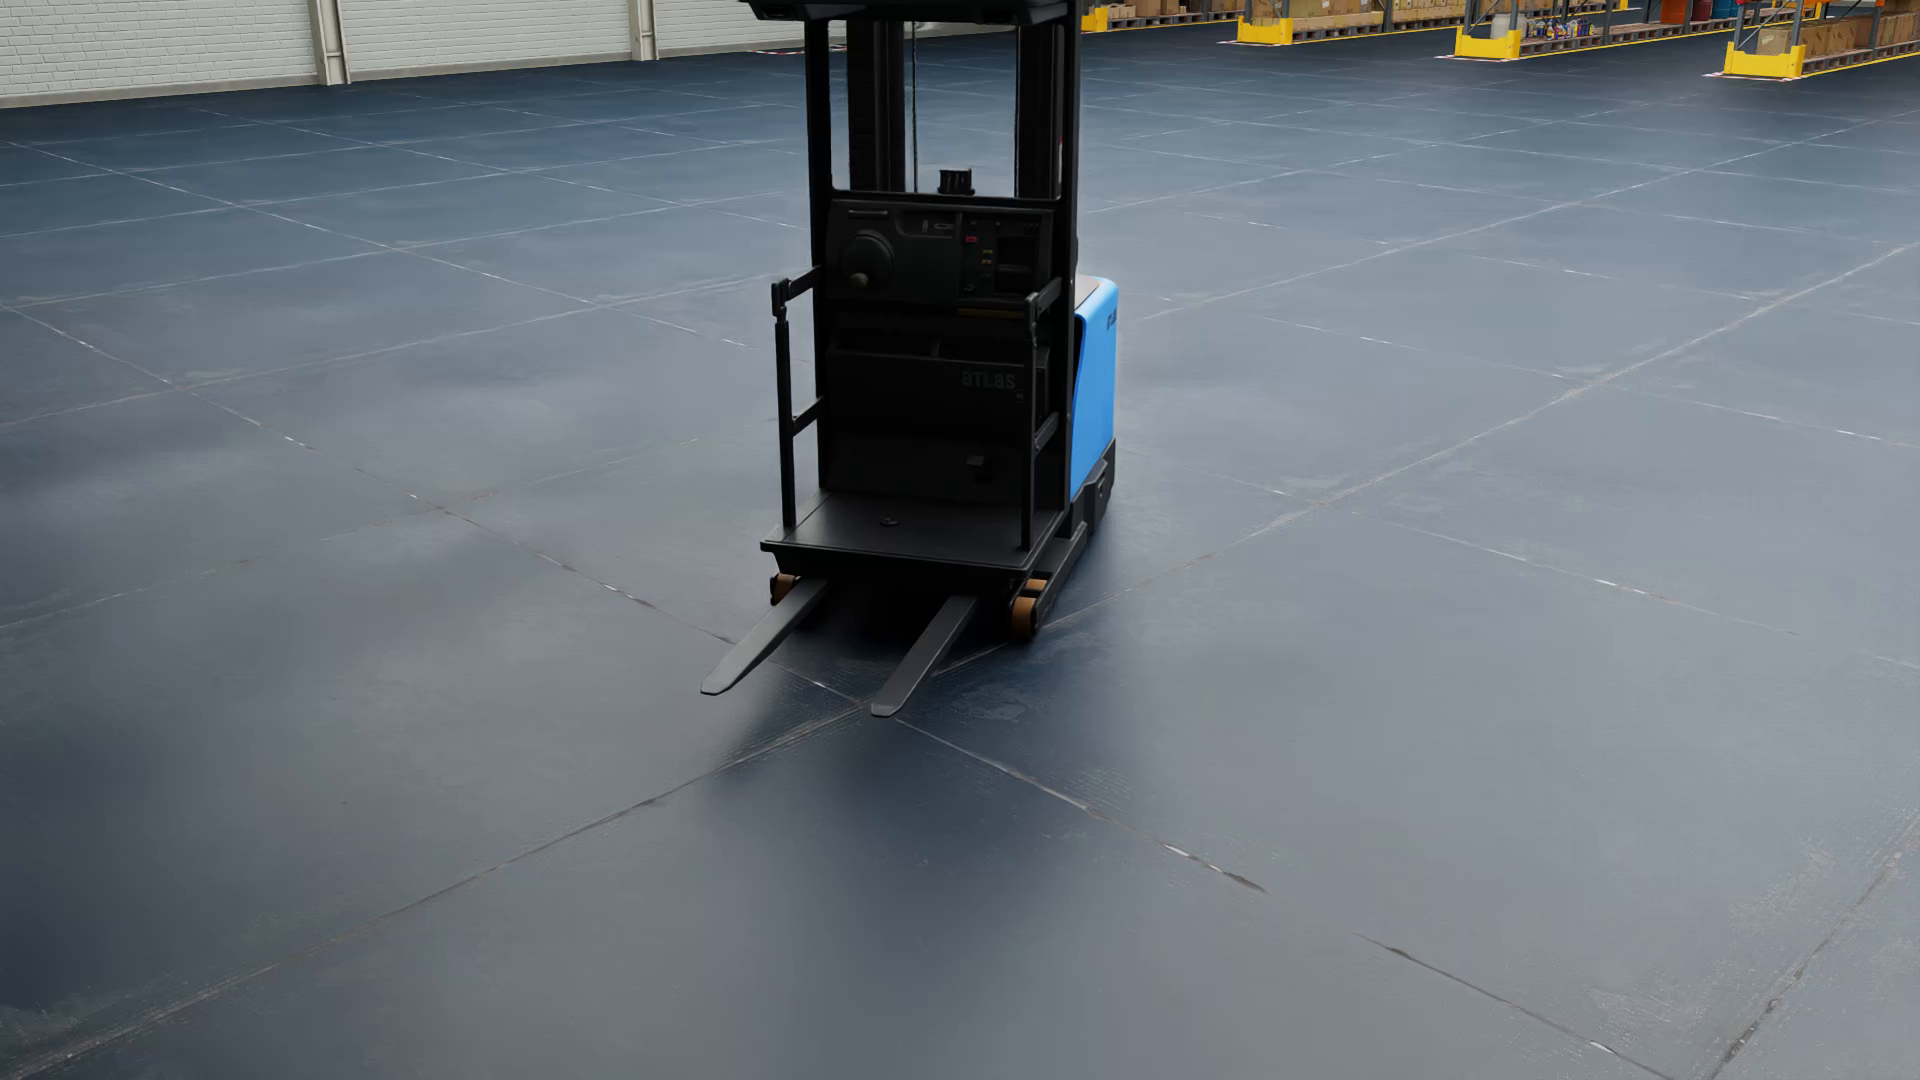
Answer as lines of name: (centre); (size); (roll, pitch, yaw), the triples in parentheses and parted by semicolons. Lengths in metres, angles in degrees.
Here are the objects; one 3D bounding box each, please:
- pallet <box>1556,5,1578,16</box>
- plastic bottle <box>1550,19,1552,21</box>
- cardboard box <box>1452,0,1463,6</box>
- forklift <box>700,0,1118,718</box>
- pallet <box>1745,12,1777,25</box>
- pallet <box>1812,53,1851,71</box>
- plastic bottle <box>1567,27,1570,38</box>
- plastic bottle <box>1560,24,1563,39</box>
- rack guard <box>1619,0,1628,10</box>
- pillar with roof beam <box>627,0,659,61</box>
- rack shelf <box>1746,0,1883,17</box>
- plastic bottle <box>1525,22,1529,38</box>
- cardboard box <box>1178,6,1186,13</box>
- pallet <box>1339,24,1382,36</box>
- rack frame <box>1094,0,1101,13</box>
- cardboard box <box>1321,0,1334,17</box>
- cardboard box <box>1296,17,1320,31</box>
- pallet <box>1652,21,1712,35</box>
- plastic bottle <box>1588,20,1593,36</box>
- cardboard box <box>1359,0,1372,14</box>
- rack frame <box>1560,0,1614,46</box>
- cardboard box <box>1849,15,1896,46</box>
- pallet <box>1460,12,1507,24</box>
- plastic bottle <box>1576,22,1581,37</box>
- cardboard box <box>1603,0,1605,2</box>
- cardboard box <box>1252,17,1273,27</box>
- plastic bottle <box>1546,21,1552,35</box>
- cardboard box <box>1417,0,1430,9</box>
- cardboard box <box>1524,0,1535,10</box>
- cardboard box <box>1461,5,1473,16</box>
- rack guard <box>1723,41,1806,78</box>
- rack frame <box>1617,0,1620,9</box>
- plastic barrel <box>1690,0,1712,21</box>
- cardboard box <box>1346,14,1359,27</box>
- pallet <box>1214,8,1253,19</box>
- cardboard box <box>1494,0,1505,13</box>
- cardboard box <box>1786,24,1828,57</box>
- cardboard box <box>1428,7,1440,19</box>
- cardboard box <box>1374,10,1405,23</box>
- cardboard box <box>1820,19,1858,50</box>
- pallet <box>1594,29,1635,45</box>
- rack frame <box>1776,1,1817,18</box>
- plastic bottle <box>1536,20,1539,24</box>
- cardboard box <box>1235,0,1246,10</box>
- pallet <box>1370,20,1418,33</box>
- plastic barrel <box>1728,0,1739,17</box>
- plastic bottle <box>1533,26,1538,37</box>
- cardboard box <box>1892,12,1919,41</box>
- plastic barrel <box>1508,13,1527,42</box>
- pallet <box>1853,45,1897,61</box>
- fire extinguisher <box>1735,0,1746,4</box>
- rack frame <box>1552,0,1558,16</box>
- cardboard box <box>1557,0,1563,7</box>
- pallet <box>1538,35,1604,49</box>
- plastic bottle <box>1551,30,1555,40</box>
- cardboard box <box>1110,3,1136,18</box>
pallet: (15.133, -13.618, 42.711); (1.003, 0.211, 1.213); (19, 28, 41)
plastic bottle: (11.876, -10.318, 33.421); (0.135, 0.276, 0.152); (-19, 28, -40)
cardboard box: (11.316, -12.558, 38.531); (0.500, 0.311, 0.500); (19, 28, 40)
forklift: (-0.143, -1.136, 6.444); (1.130, 2.935, 3.031); (6, 22, 15)
pallet: (18.685, -12.400, 39.541); (1.003, 0.211, 1.213); (19, 28, 41)
pallet: (14.873, -8.408, 29.156); (1.003, 0.211, 1.213); (19, 28, 41)
plastic bottle: (11.838, -9.897, 32.431); (0.097, 0.201, 0.097); (0, 21, 0)
plastic bottle: (11.625, -9.852, 32.214); (0.097, 0.271, 0.097); (0, 21, 0)
rack guard: (17.391, -14.585, 44.824); (1.175, 0.500, 0.348); (19, 28, 41)
pillar with roof beam: (-2.688, -11.932, 26.076); (9.100, 9.000, 0.400); (19, 28, 41)
rack shelf: (14.772, -9.357, 28.740); (1.077, 0.370, 4.000); (19, 28, 41)
plastic bottle: (11.068, -9.969, 32.502); (0.061, 0.283, 0.133); (19, 28, 41)
cardboard box: (5.169, -12.663, 39.676); (0.380, 0.166, 0.250); (15, 26, 34)
pallet: (8.488, -11.191, 36.397); (1.003, 0.211, 1.213); (19, 28, 41)
rack frame: (2.730, -12.897, 36.949); (1.000, 3.000, 0.127); (19, 28, 41)
cardboard box: (7.502, -11.264, 34.902); (0.500, 0.500, 0.500); (19, 28, 41)
cardboard box: (7.162, -10.783, 34.695); (0.500, 0.250, 0.500); (19, 28, 41)
pallet: (15.929, -11.386, 36.903); (1.003, 0.211, 1.213); (19, 28, 41)
plastic bottle: (12.519, -10.177, 33.045); (0.133, 0.283, 0.061); (-18, 28, -39)
cardboard box: (8.548, -11.650, 35.905); (0.500, 0.500, 0.500); (19, 28, 41)
rack frame: (12.619, -11.446, 33.173); (1.000, 3.000, 0.127); (19, 28, 41)
cardboard box: (16.957, -9.515, 31.021); (0.700, 0.500, 0.500); (19, 28, 40)
pallet: (12.411, -12.596, 40.051); (1.003, 0.211, 1.213); (19, 28, 41)
plastic bottle: (12.158, -10.044, 32.699); (0.133, 0.283, 0.061); (-18, 27, -39)
cardboard box: (16.894, -14.371, 44.120); (0.380, 0.166, 0.250); (19, 28, 41)
cardboard box: (6.444, -10.783, 34.695); (0.500, 0.250, 0.500); (19, 28, 41)
plastic bottle: (11.744, -10.207, 33.139); (0.097, 0.271, 0.097); (0, 21, 0)
cardboard box: (10.252, -12.166, 37.511); (0.500, 0.311, 0.500); (18, 27, 39)
cardboard box: (13.813, -13.329, 40.944); (0.500, 0.500, 0.500); (20, 29, 41)
cardboard box: (11.670, -12.431, 38.984); (0.500, 0.250, 0.500); (-19, 28, -41)
rack guard: (13.430, -8.031, 27.772); (1.175, 0.500, 0.348); (19, 28, 41)
rack frame: (17.444, -15.771, 44.427); (1.000, 3.000, 0.127); (19, 28, 41)
plastic barrel: (16.526, -11.965, 37.299); (0.600, 0.588, 0.708); (19, 28, 41)
cardboard box: (8.211, -11.167, 35.695); (0.500, 0.250, 0.500); (19, 28, 41)
pallet: (6.914, -13.140, 41.466); (1.003, 0.211, 1.213); (19, 28, 41)
cardboard box: (12.746, -12.935, 39.918); (0.500, 0.500, 0.500); (18, 27, 39)
cardboard box: (14.667, -8.682, 28.881); (0.500, 0.500, 0.500); (-17, 27, -37)
cardboard box: (10.604, -12.036, 37.956); (0.500, 0.250, 0.500); (-20, 28, -41)
cardboard box: (9.531, -11.641, 36.928); (0.500, 0.250, 0.500); (18, 28, 39)
cardboard box: (15.860, -9.143, 30.080); (0.500, 0.500, 0.500); (18, 28, 39)
pallet: (13.139, -10.356, 34.224); (1.003, 0.211, 1.213); (19, 28, 41)
rack frame: (20.990, -14.531, 41.199); (1.000, 3.000, 0.127); (19, 28, 41)
plastic bottle: (11.482, -10.199, 33.103); (0.133, 0.283, 0.061); (-19, 28, -40)
cardboard box: (6.731, -13.424, 41.190); (0.700, 0.500, 0.500); (20, 28, 41)
pallet: (9.558, -11.584, 37.420); (1.003, 0.211, 1.213); (19, 28, 41)
plastic barrel: (17.808, -12.584, 38.472); (0.600, 0.901, 0.708); (19, 28, 41)
plastic bottle: (11.317, -10.017, 32.743); (0.097, 0.201, 0.097); (0, 21, 0)
cardboard box: (18.127, -9.950, 32.152); (0.700, 0.500, 0.500); (16, 26, 36)
plastic barrel: (10.582, -9.770, 31.694); (0.421, 0.512, 0.421); (0, 21, 0)
pallet: (16.710, -9.105, 30.970); (1.003, 0.211, 1.213); (19, 28, 41)
fire extinguisher: (12.967, -9.228, 27.510); (0.296, 0.674, 0.183); (19, 28, 41)
rack frame: (14.653, -14.743, 41.752); (1.000, 3.000, 0.127); (19, 28, 41)
cardboard box: (15.101, -13.747, 42.295); (0.500, 0.311, 0.500); (19, 28, 41)
pallet: (12.120, -9.982, 33.252); (1.003, 0.211, 1.213); (19, 28, 41)
plastic bottle: (11.389, -9.732, 32.000); (0.097, 0.201, 0.097); (0, 21, 0)
cardboard box: (3.675, -12.150, 38.138); (0.500, 0.311, 0.500); (-17, 27, -38)
